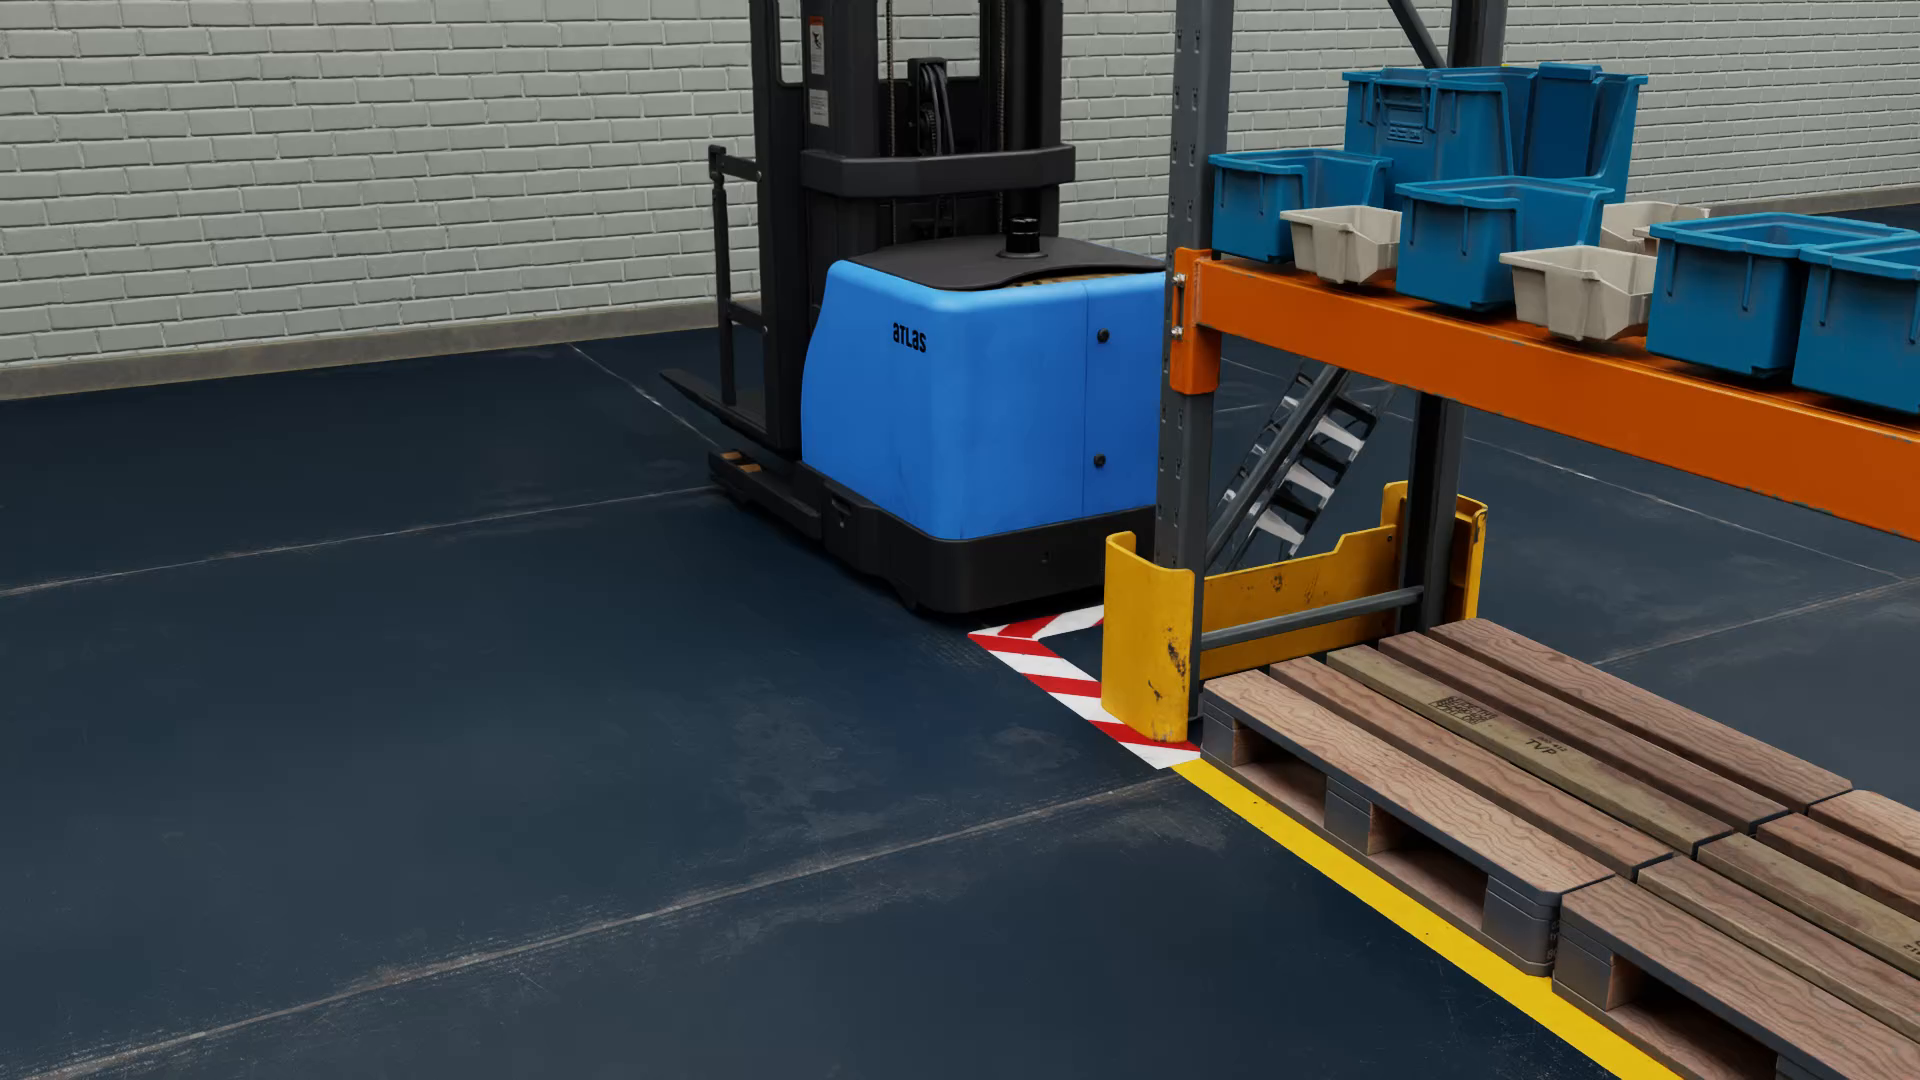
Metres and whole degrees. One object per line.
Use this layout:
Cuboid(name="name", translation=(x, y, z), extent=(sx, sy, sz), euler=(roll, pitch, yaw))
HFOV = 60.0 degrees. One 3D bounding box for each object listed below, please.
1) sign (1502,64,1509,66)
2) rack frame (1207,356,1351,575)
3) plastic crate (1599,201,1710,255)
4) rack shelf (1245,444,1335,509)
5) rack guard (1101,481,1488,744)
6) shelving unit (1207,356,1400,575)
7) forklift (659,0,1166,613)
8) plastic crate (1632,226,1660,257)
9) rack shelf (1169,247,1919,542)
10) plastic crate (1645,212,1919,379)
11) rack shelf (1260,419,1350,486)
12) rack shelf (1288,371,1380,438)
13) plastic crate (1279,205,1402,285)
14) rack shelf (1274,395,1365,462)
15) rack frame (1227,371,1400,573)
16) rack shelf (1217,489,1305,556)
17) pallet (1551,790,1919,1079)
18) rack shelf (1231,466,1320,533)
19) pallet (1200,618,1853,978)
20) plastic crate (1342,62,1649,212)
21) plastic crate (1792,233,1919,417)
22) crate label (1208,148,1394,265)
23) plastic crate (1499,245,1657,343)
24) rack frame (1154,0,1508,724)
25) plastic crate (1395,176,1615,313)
Cuboid(name="sign", translation=(1.476, -1.158, 4.638), extent=(0.100, 0.325, 0.005), euler=(-10, 21, -27))
Cuboid(name="rack frame", translation=(1.005, -0.278, 5.379), extent=(0.006, 0.900, 0.240), euler=(22, 15, -30))
Cuboid(name="plastic crate", translation=(1.546, -0.688, 3.840), extent=(0.396, 0.136, 0.243), euler=(-10, 21, -27))
Cuboid(name="rack shelf", translation=(1.071, -0.216, 5.437), extent=(0.200, 0.077, 0.258), euler=(22, 15, -30))
Cuboid(name="rack guard", translation=(0.976, 0.186, 4.826), extent=(1.175, 0.500, 0.348), euler=(-10, 21, -27))
Cuboid(name="shelving unit", translation=(1.087, -0.244, 5.429), extent=(0.210, 0.900, 0.258), euler=(22, 15, -30))
Cuboid(name="forklift", translation=(-0.352, -1.586, 6.235), extent=(1.130, 2.935, 3.031), euler=(-11, 22, -28))
Cuboid(name="plastic crate", translation=(1.671, -0.603, 3.592), extent=(0.396, 0.136, 0.243), euler=(-10, 21, -27))
Cuboid(name="rack shelf", translation=(1.949, -0.077, 2.857), extent=(1.077, 0.370, 4.000), euler=(-10, 21, -27))
Cuboid(name="plastic crate", translation=(1.452, -0.440, 2.973), extent=(0.416, 0.233, 0.300), euler=(-10, 21, -27))
Cuboid(name="rack shelf", translation=(1.114, -0.292, 5.416), extent=(0.200, 0.077, 0.258), euler=(22, 15, -30))
Cuboid(name="rack shelf", translation=(1.202, -0.444, 5.375), extent=(0.200, 0.077, 0.258), euler=(22, 15, -30))
Cuboid(name="plastic crate", translation=(0.906, -0.668, 3.780), extent=(0.250, 0.136, 0.298), euler=(-10, 21, -27))
Cuboid(name="rack shelf", translation=(1.158, -0.368, 5.396), extent=(0.200, 0.077, 0.258), euler=(22, 15, -30))
Cuboid(name="rack frame", translation=(1.169, -0.211, 5.479), extent=(0.006, 0.900, 0.240), euler=(22, 15, -30))
Cuboid(name="rack shelf", translation=(0.983, -0.064, 5.477), extent=(0.200, 0.077, 0.258), euler=(22, 15, -30))
Cuboid(name="pallet", translation=(1.932, 0.920, 3.142), extent=(1.003, 0.211, 1.213), euler=(-10, 21, -27))
Cuboid(name="rack shelf", translation=(1.027, -0.140, 5.457), extent=(0.200, 0.077, 0.258), euler=(22, 15, -30))
Cuboid(name="pallet", translation=(1.357, 0.570, 4.155), extent=(1.003, 0.211, 1.213), euler=(-10, 21, -27))
Cuboid(name="plastic crate", translation=(1.323, -0.969, 4.194), extent=(0.616, 0.435, 0.499), euler=(-10, 21, -27))
Cuboid(name="plastic crate", translation=(1.594, -0.354, 2.723), extent=(0.416, 0.233, 0.300), euler=(-10, 21, -27))
Cuboid(name="crate label", translation=(0.827, -0.818, 4.068), extent=(0.416, 0.233, 0.303), euler=(-10, 21, -27))
Cuboid(name="plastic crate", translation=(1.228, -0.473, 3.216), extent=(0.250, 0.136, 0.298), euler=(-10, 21, -27))
Cuboid(name="rack frame", translation=(0.999, -0.991, 4.404), extent=(1.000, 3.000, 0.127), euler=(-10, 21, -27))
Cuboid(name="plastic crate", translation=(1.139, -0.629, 3.521), extent=(0.416, 0.233, 0.300), euler=(-10, 21, -27))
